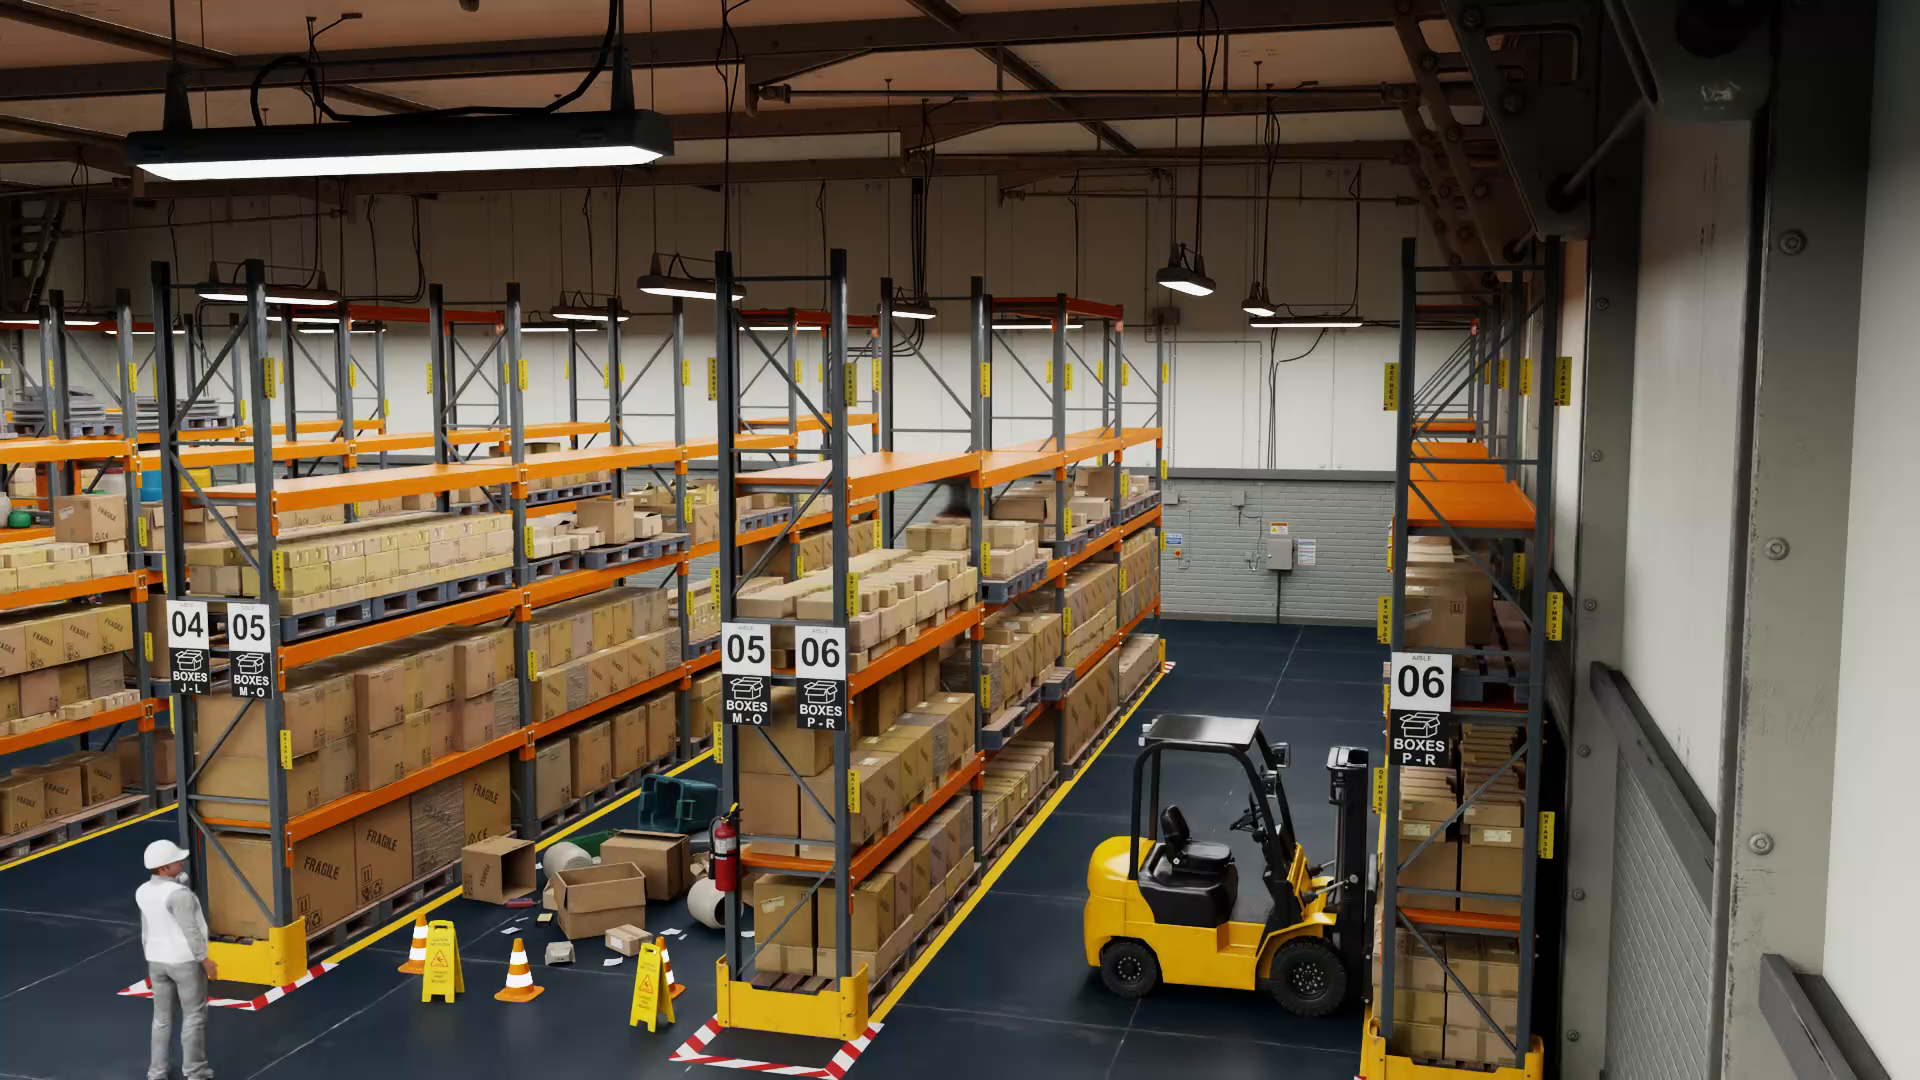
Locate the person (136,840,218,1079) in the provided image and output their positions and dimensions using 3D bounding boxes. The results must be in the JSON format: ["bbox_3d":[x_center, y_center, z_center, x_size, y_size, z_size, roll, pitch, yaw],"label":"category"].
[{"bbox_3d":[-5.626,3.031,11.954,0.576,1.803,0.389,2,6,21],"label":"person"}]

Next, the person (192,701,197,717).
[{"bbox_3d":[-10.599,1.838,23.324,0.735,1.718,1.058,1,6,12],"label":"person"}]
